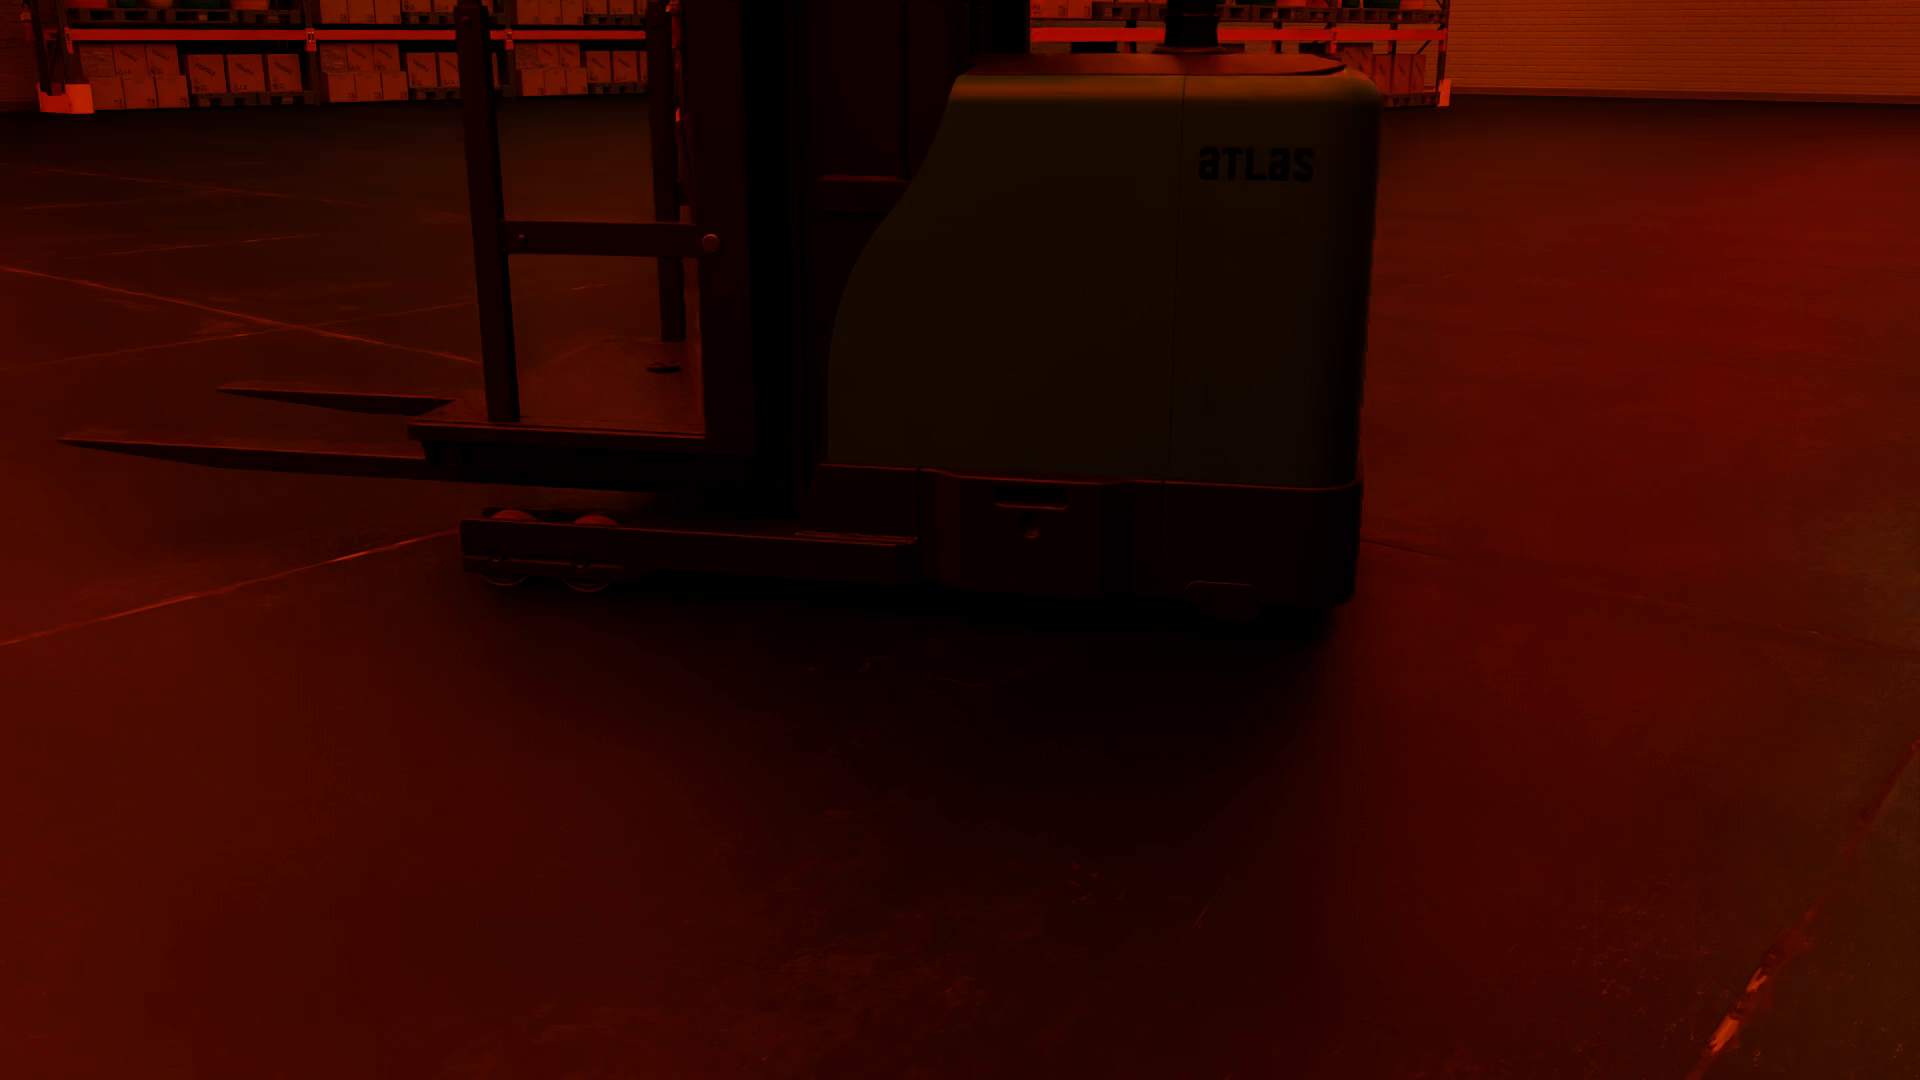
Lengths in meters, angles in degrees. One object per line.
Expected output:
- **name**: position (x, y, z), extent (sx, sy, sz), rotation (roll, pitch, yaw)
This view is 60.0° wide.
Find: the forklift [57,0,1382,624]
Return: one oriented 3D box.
- **forklift**: position (-0.608, -1.435, 3.622), extent (3.031, 2.935, 1.130), rotation (3, 17, 11)
